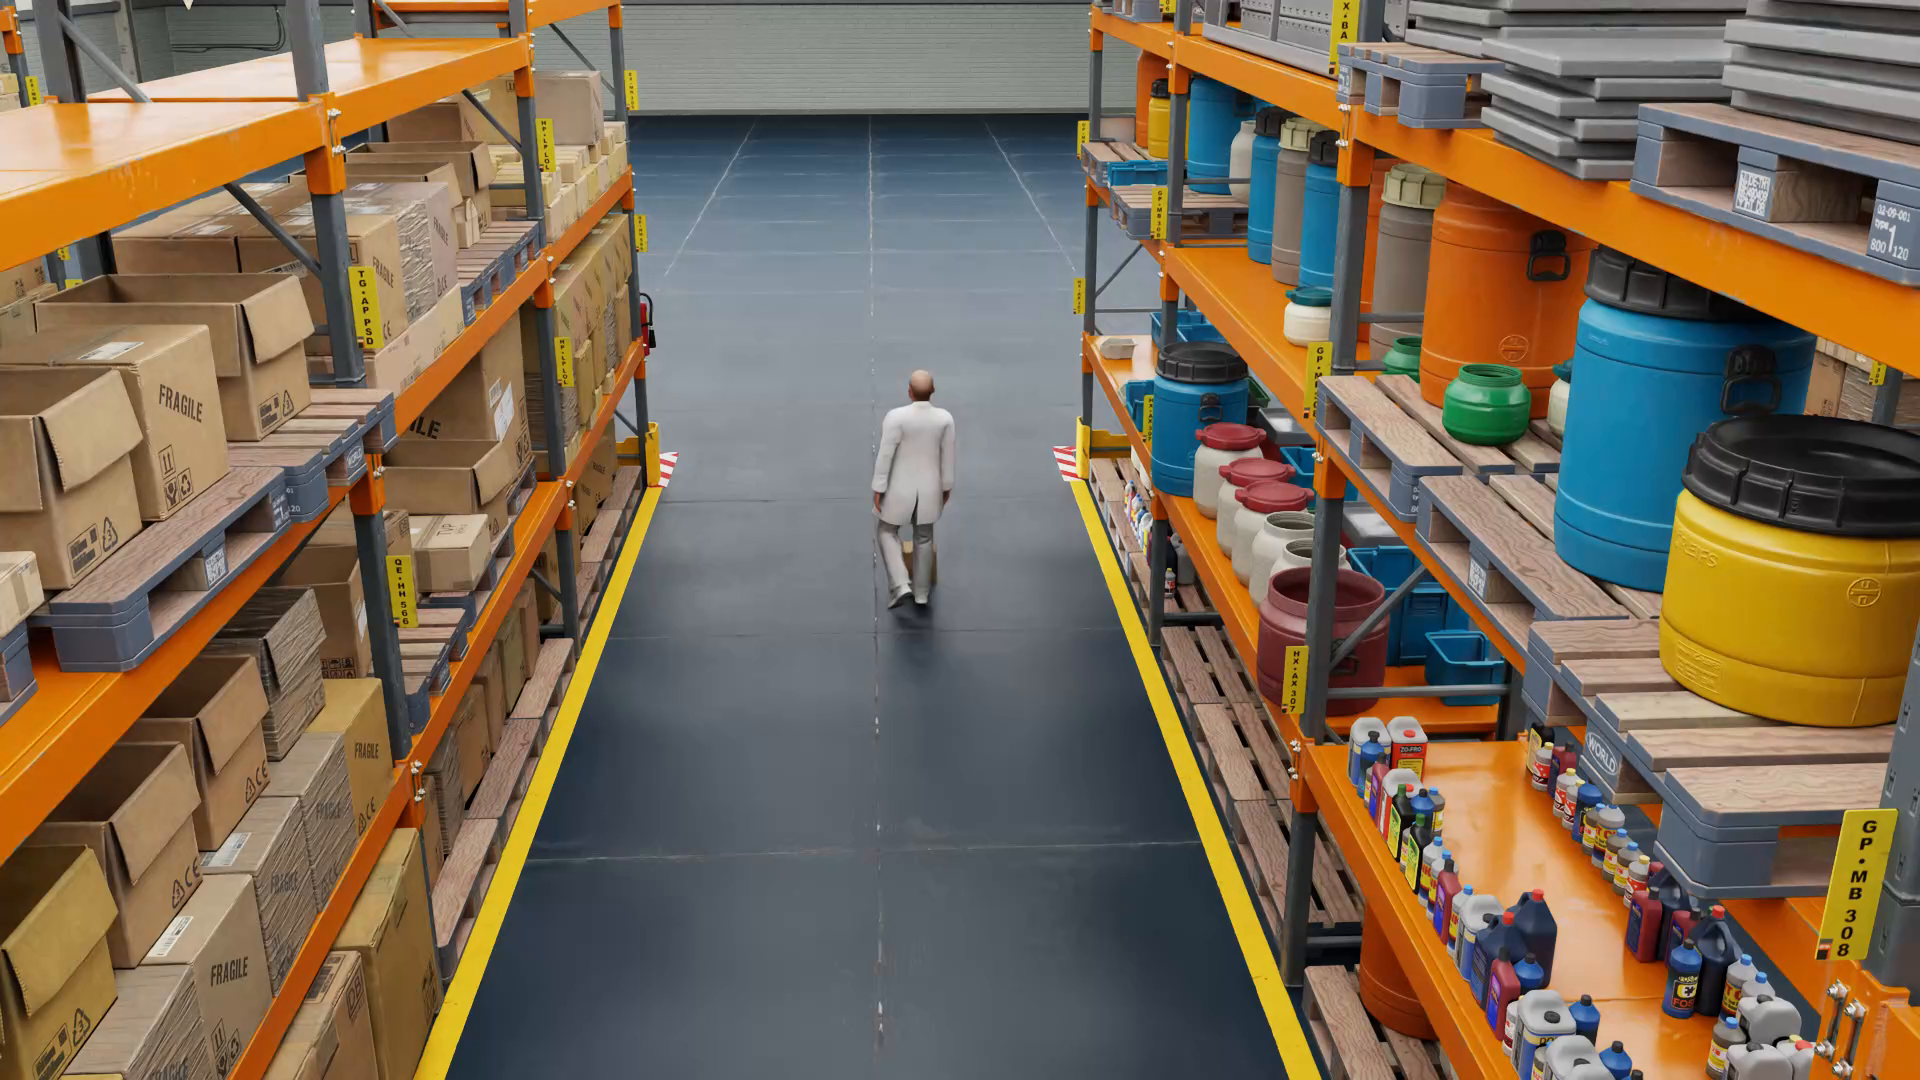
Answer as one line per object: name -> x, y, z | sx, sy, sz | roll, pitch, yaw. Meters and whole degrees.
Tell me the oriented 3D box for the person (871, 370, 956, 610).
person -> -0.344, -0.363, 12.042 | 0.639, 1.785, 0.652 | -5, 21, -14
